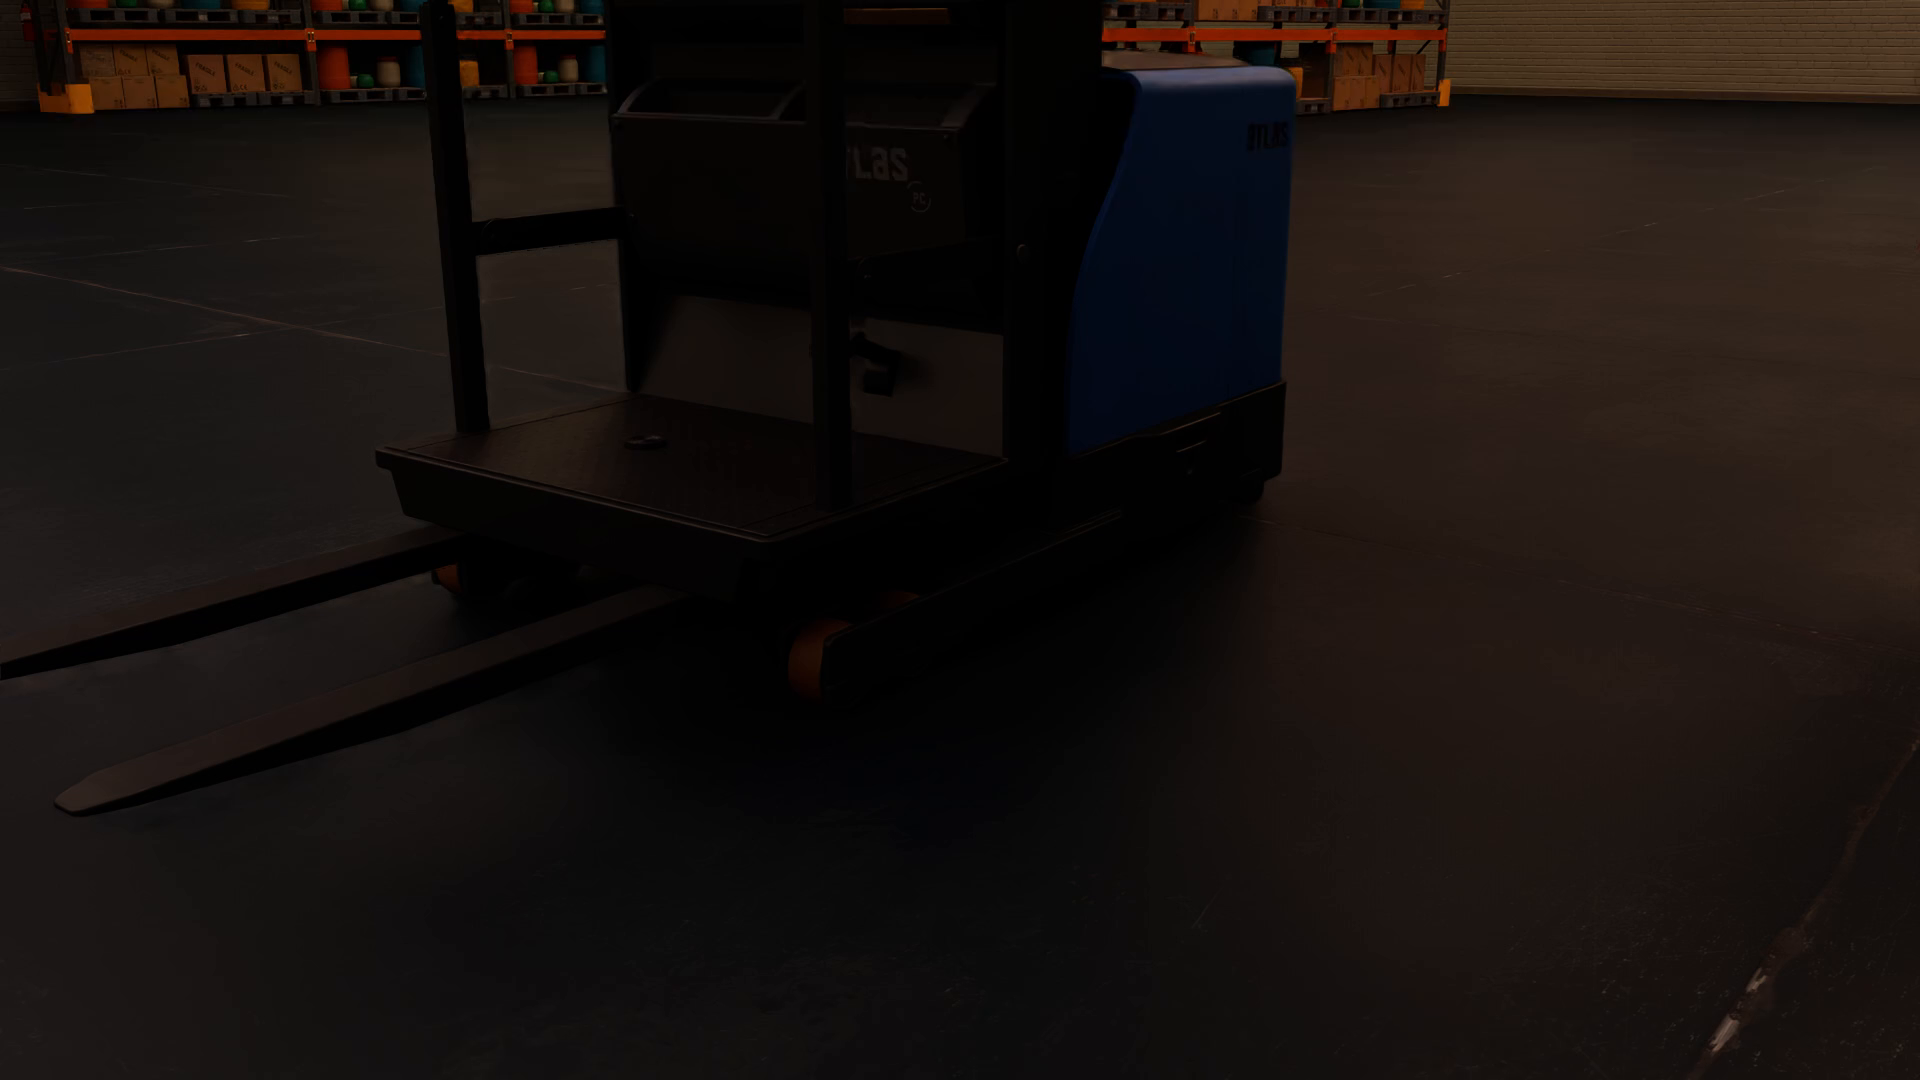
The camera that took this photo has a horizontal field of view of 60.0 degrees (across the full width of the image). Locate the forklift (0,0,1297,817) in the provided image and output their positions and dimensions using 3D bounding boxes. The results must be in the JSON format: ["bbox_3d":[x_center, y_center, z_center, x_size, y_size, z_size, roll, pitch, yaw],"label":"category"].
[{"bbox_3d":[-0.456,-1.260,3.048,1.130,2.935,3.031,12,21,35],"label":"forklift"}]
